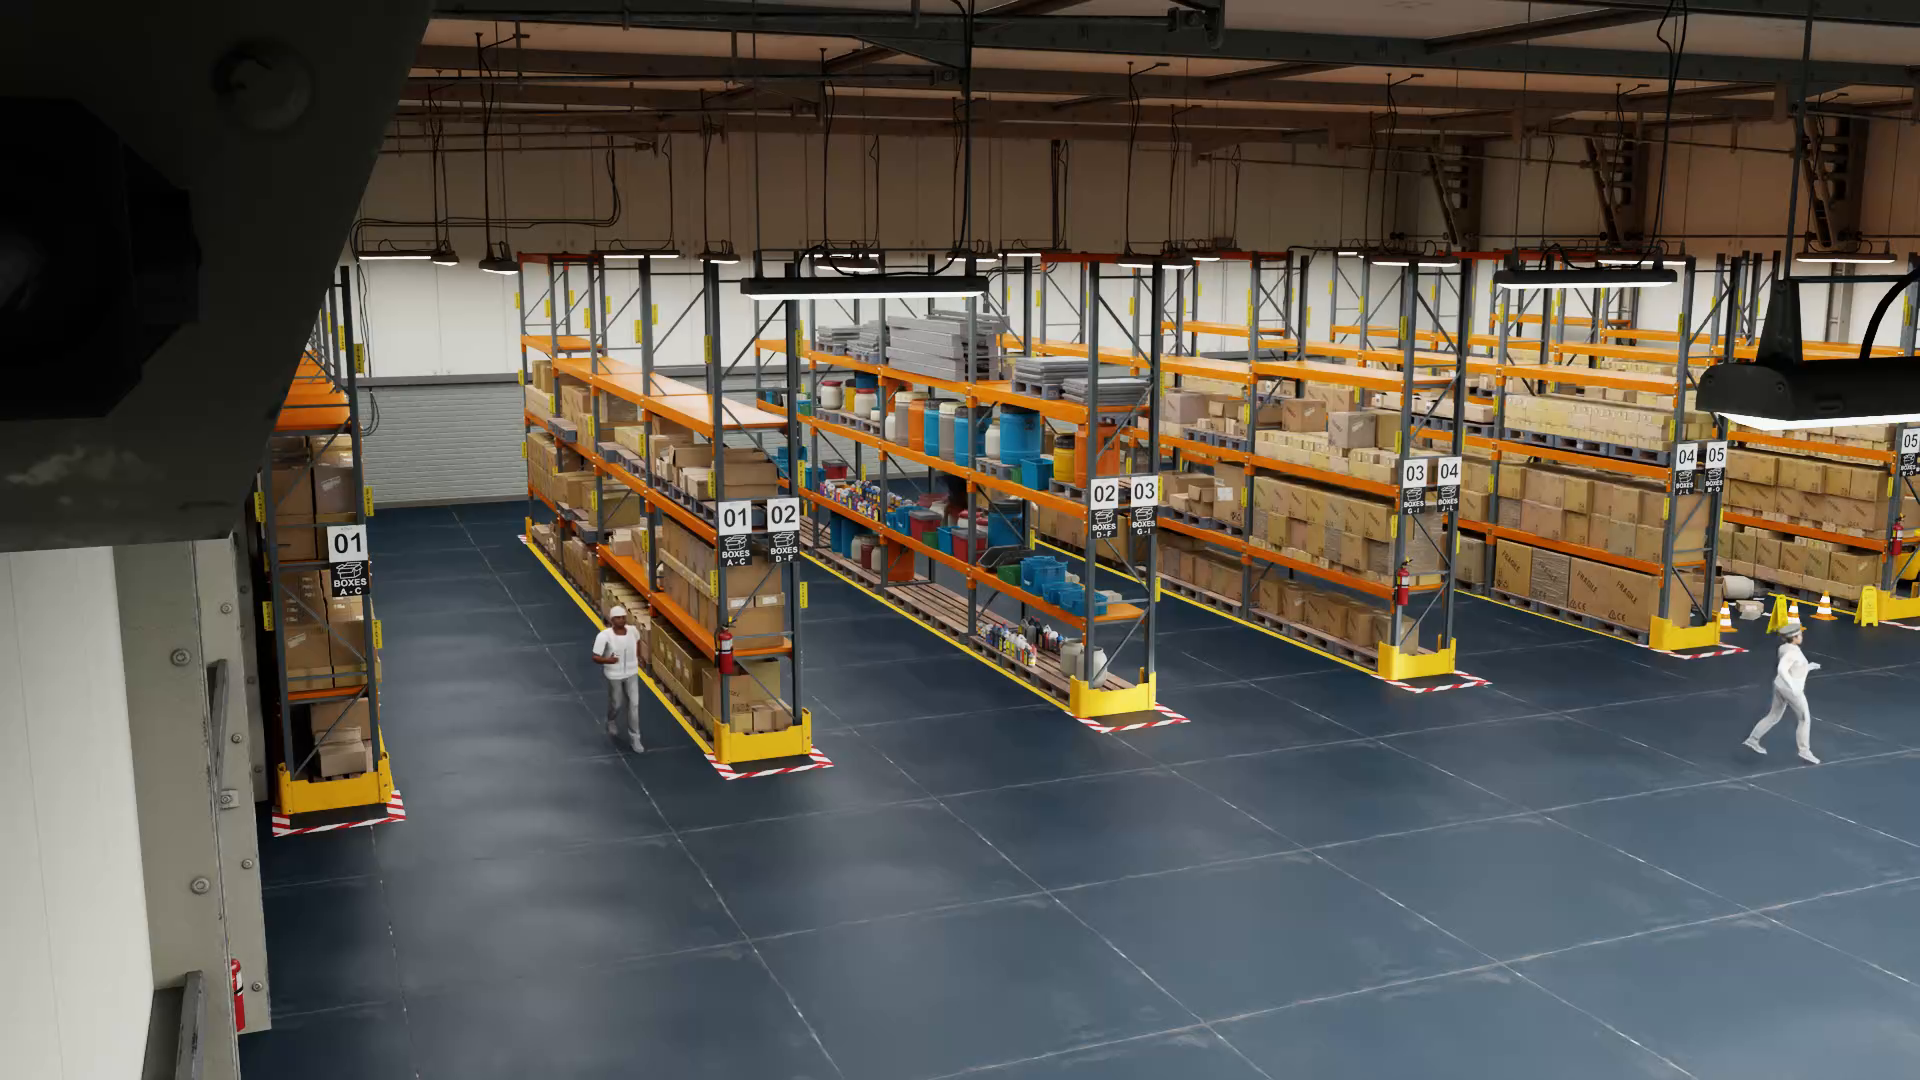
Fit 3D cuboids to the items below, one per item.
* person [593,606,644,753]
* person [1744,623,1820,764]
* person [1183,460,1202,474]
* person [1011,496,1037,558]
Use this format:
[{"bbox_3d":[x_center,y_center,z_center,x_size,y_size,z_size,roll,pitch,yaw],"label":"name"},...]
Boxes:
[{"bbox_3d":[-4.228,1.692,20.735,0.695,1.771,0.962,-6,12,-29],"label":"person"},{"bbox_3d":[10.028,1.848,20.155,0.857,1.725,0.593,0,10,2],"label":"person"},{"bbox_3d":[5.814,-2.016,41.457,0.841,1.655,0.598,3,11,18],"label":"person"},{"bbox_3d":[1.186,-0.317,30.834,0.540,1.601,0.845,-6,12,-29],"label":"person"}]
